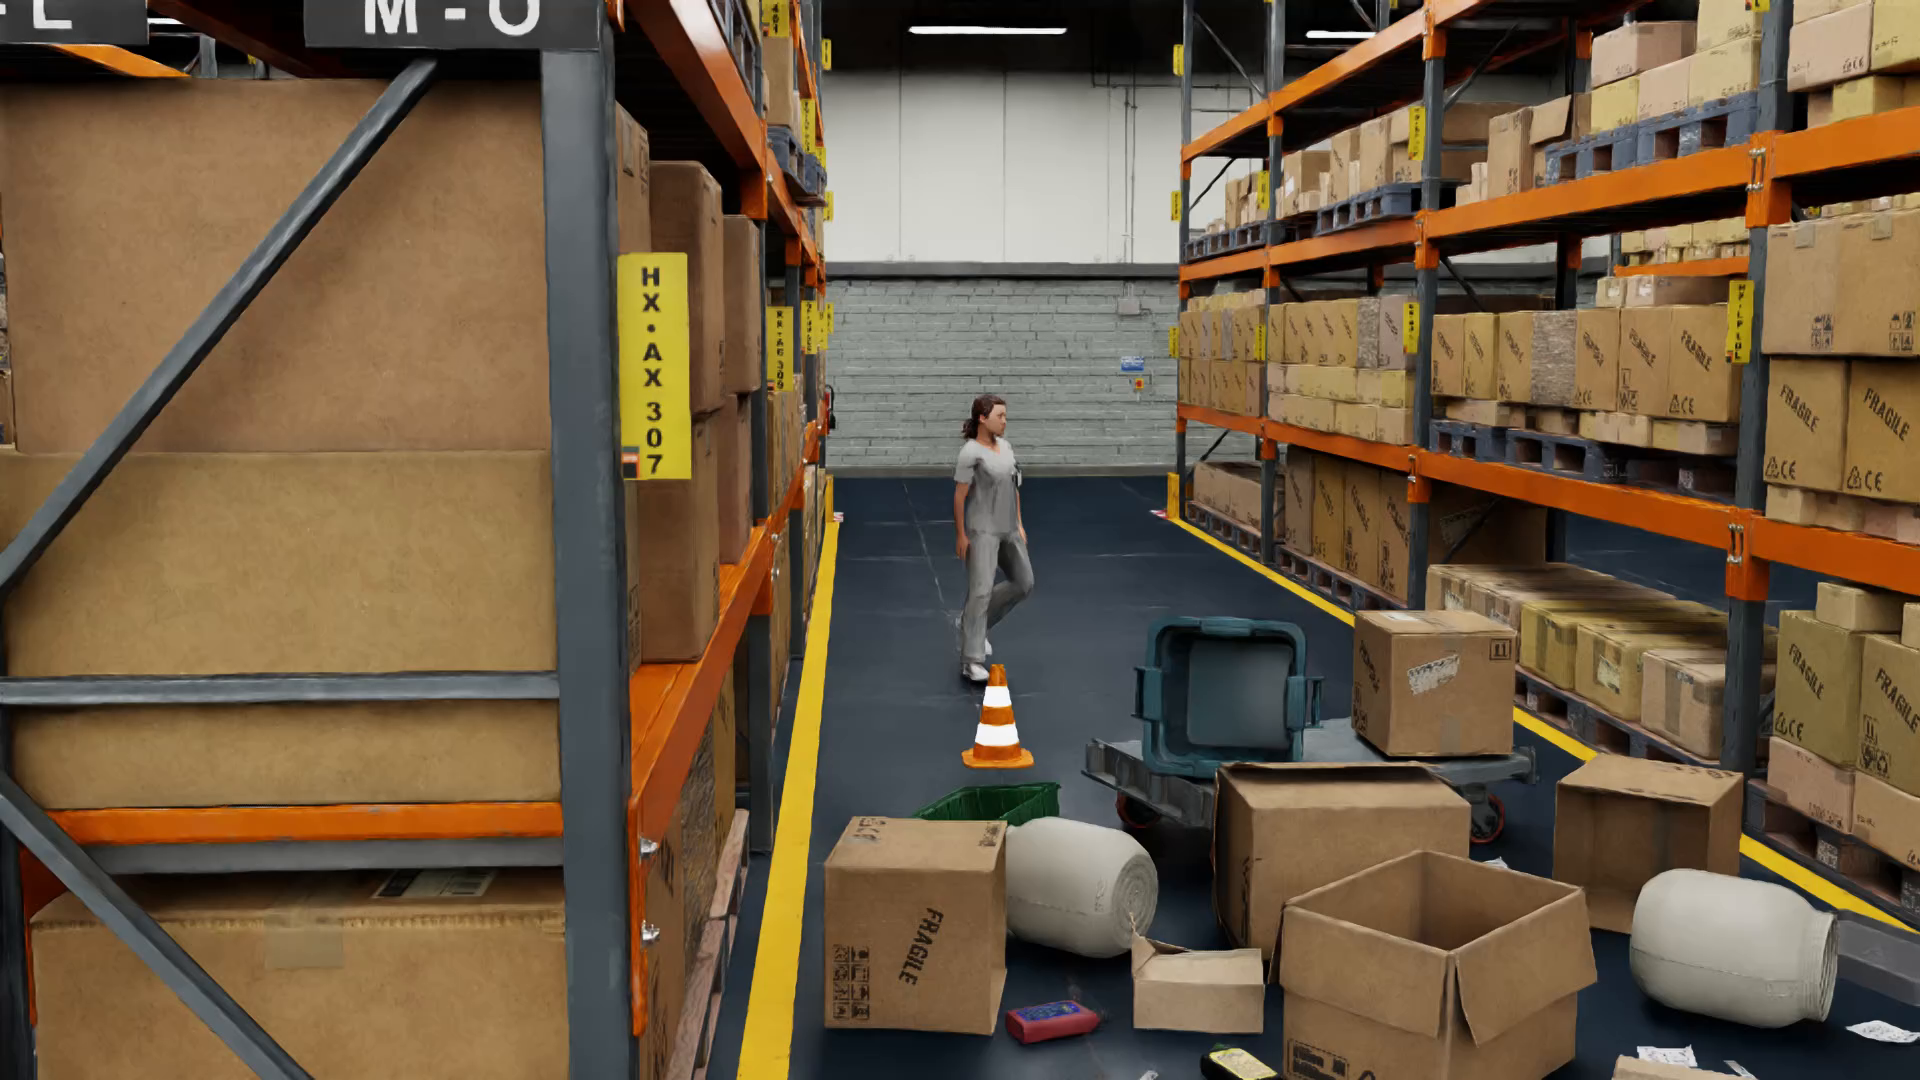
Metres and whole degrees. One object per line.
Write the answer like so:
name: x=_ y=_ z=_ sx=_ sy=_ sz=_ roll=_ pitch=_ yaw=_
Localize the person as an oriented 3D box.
person: x=0.123 y=-0.042 z=9.975 sx=0.585 sy=1.665 sz=0.602 roll=6 pitch=9 yaw=40
